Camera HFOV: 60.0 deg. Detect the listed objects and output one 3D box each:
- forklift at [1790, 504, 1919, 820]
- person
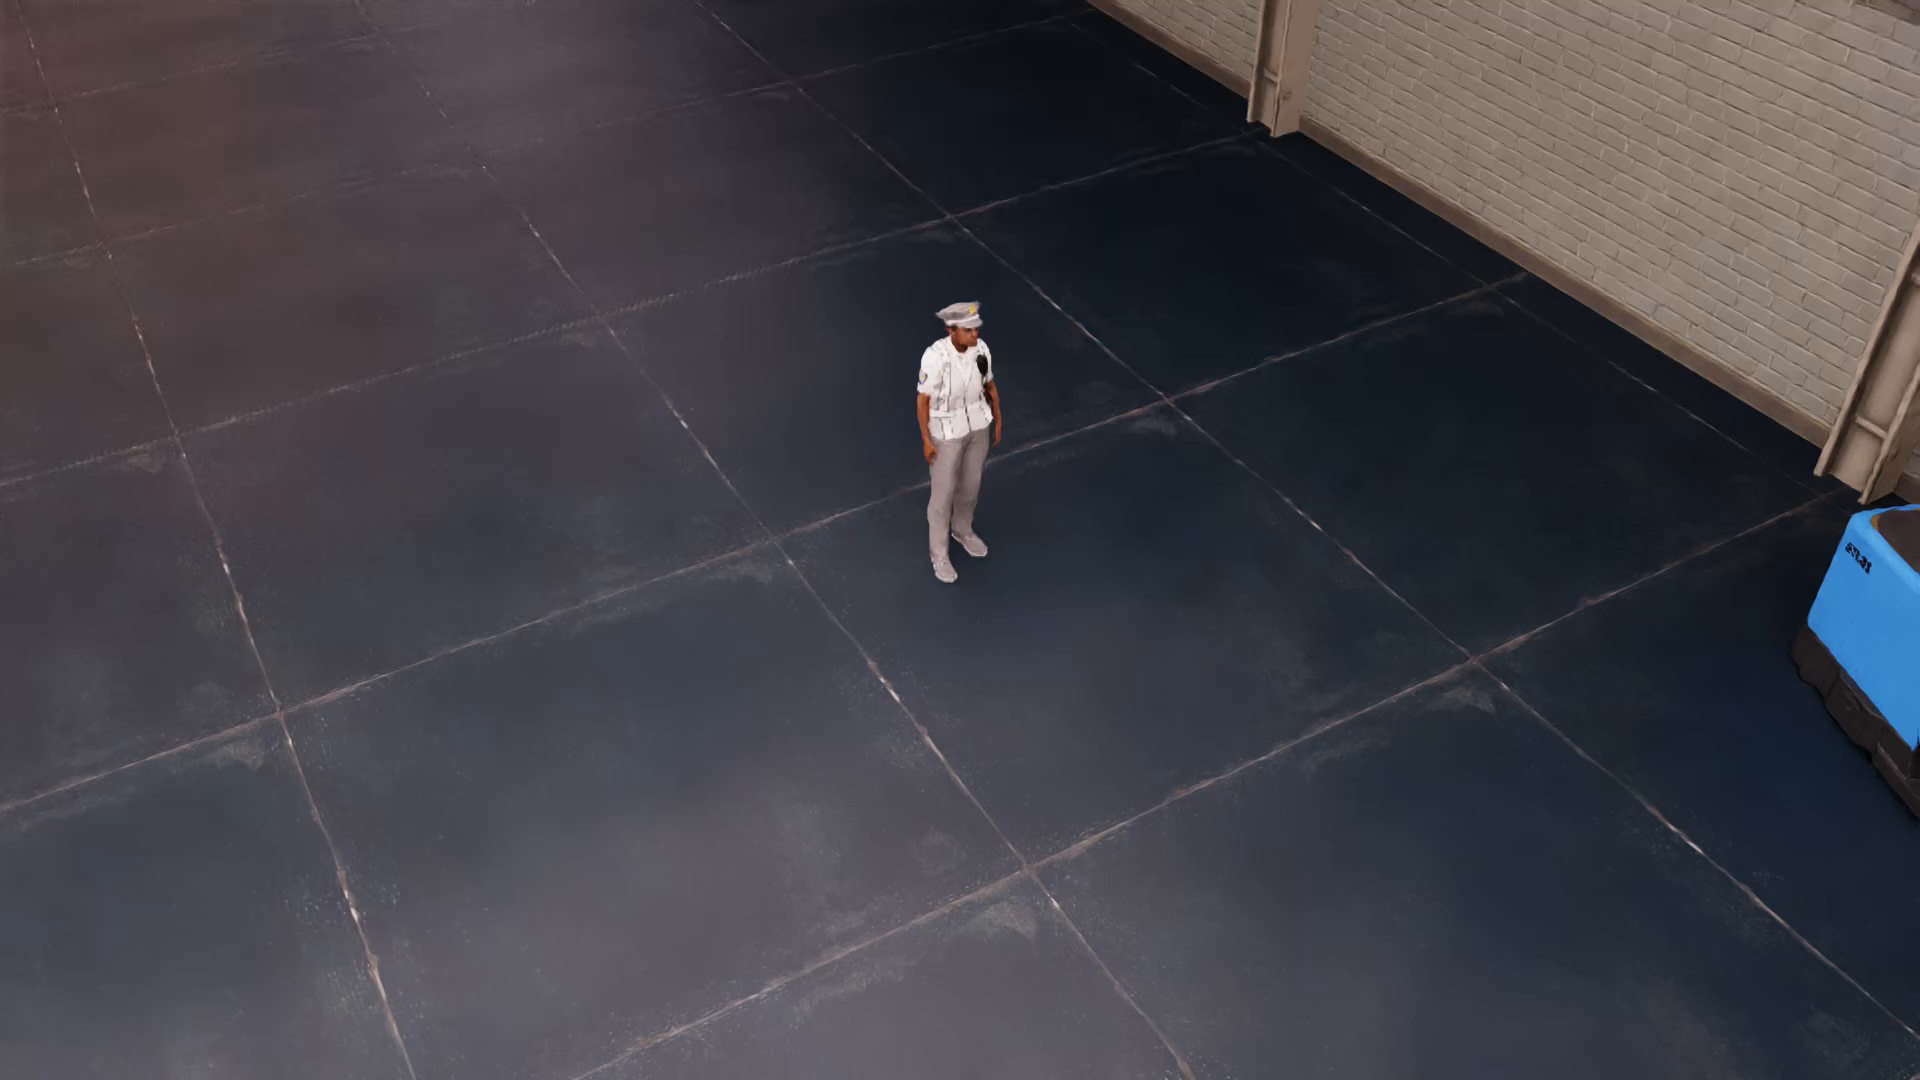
[{"bbox_3d":[5.478,0.418,7.532,1.130,2.935,3.031,-7,40,-8],"label":"forklift"},{"bbox_3d":[0.021,-0.609,9.729,0.570,1.693,0.529,-20,44,-23],"label":"person"}]
